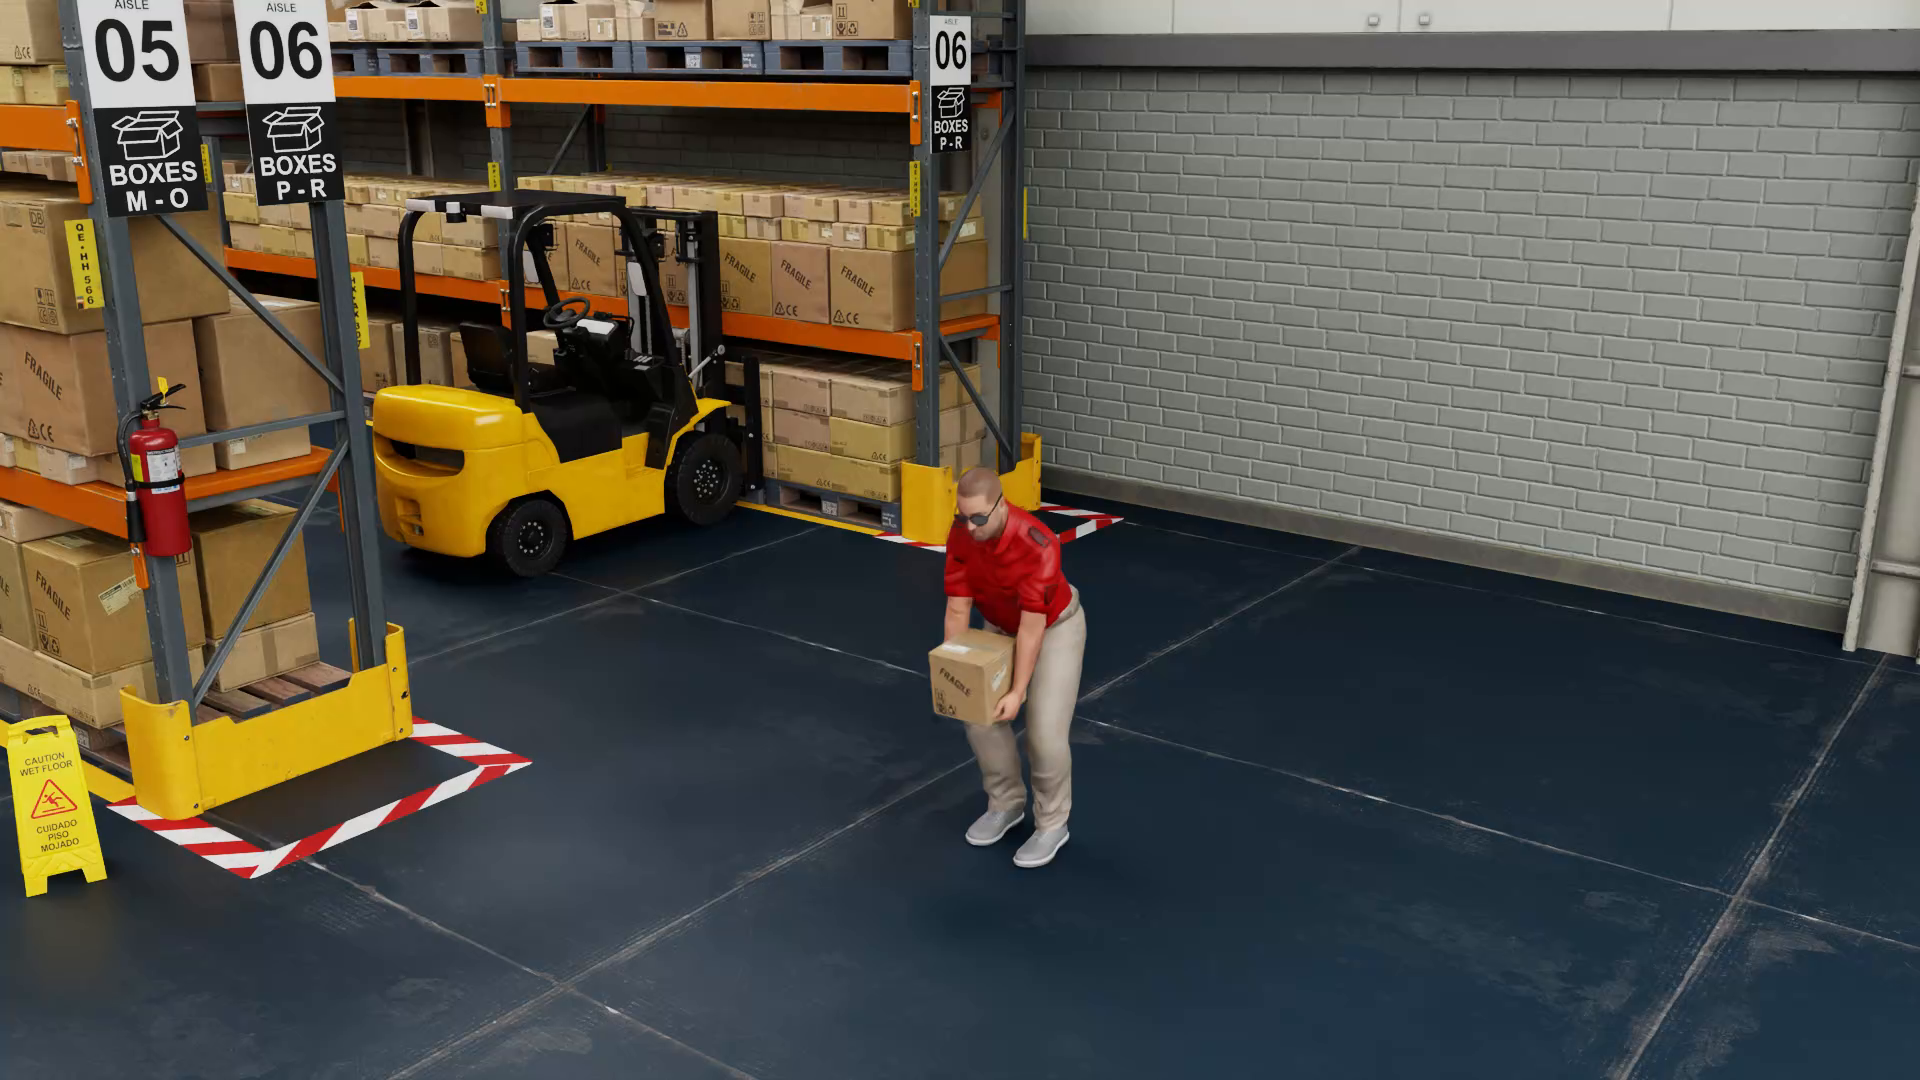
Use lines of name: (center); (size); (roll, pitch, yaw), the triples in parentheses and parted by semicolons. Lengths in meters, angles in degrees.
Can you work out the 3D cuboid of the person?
person: (0.196, 0.457, 6.273); (0.483, 1.592, 0.679); (11, 20, 34)
